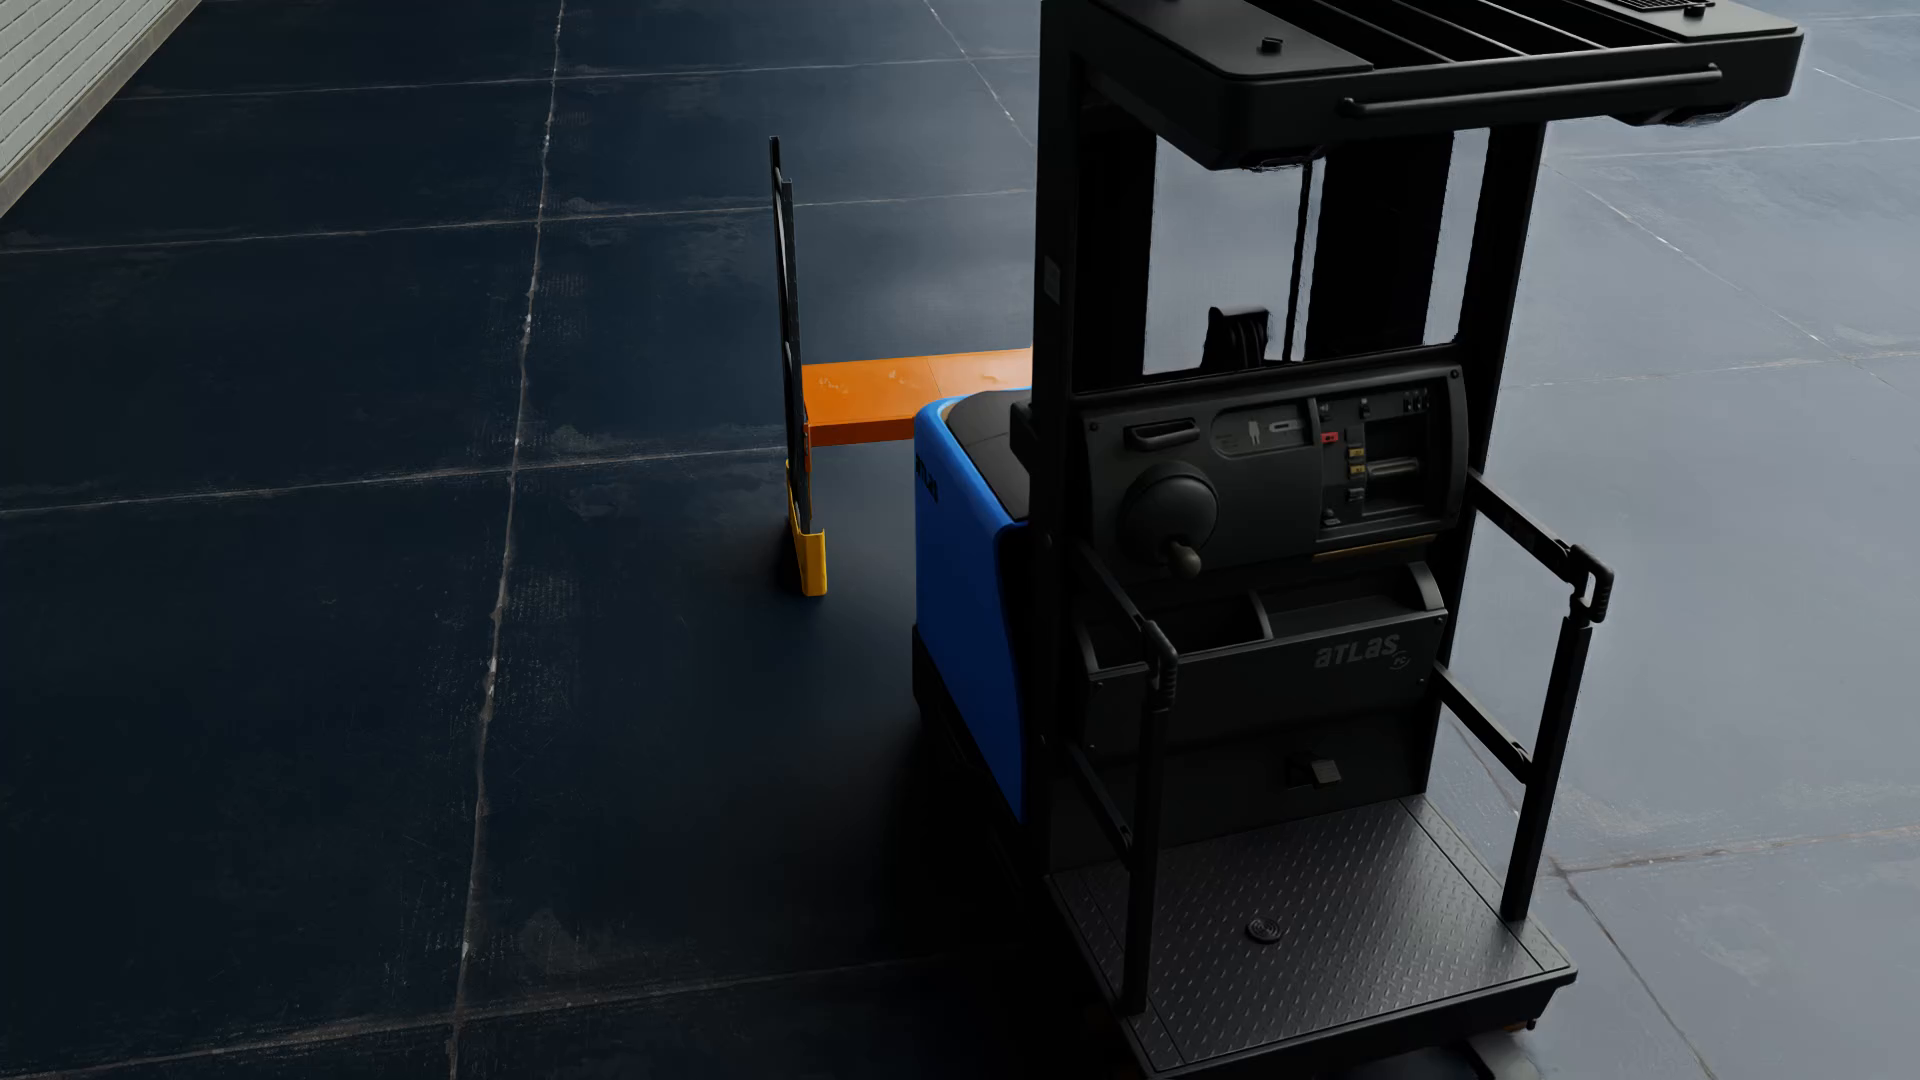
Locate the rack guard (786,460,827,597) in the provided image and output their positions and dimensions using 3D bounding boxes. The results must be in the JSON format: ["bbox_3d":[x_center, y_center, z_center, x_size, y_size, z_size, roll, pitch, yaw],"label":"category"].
[{"bbox_3d":[-0.565,-0.055,6.097,0.087,0.250,0.587,-5,31,-9],"label":"rack guard"}]

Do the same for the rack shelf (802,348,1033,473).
[{"bbox_3d":[-0.084,-0.484,5.948,1.000,0.185,0.538,-5,31,-9],"label":"rack shelf"}]

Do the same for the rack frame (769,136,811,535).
[{"bbox_3d":[-0.584,-0.592,5.778,0.032,1.500,0.500,-5,31,-9],"label":"rack frame"}]

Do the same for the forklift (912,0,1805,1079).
[{"bbox_3d":[0.781,-0.106,3.538,1.130,2.935,3.031,-9,32,-15],"label":"forklift"}]

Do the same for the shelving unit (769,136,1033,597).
[{"bbox_3d":[-0.075,-0.640,5.858,1.083,1.500,0.587,-5,31,-9],"label":"shelving unit"}]
